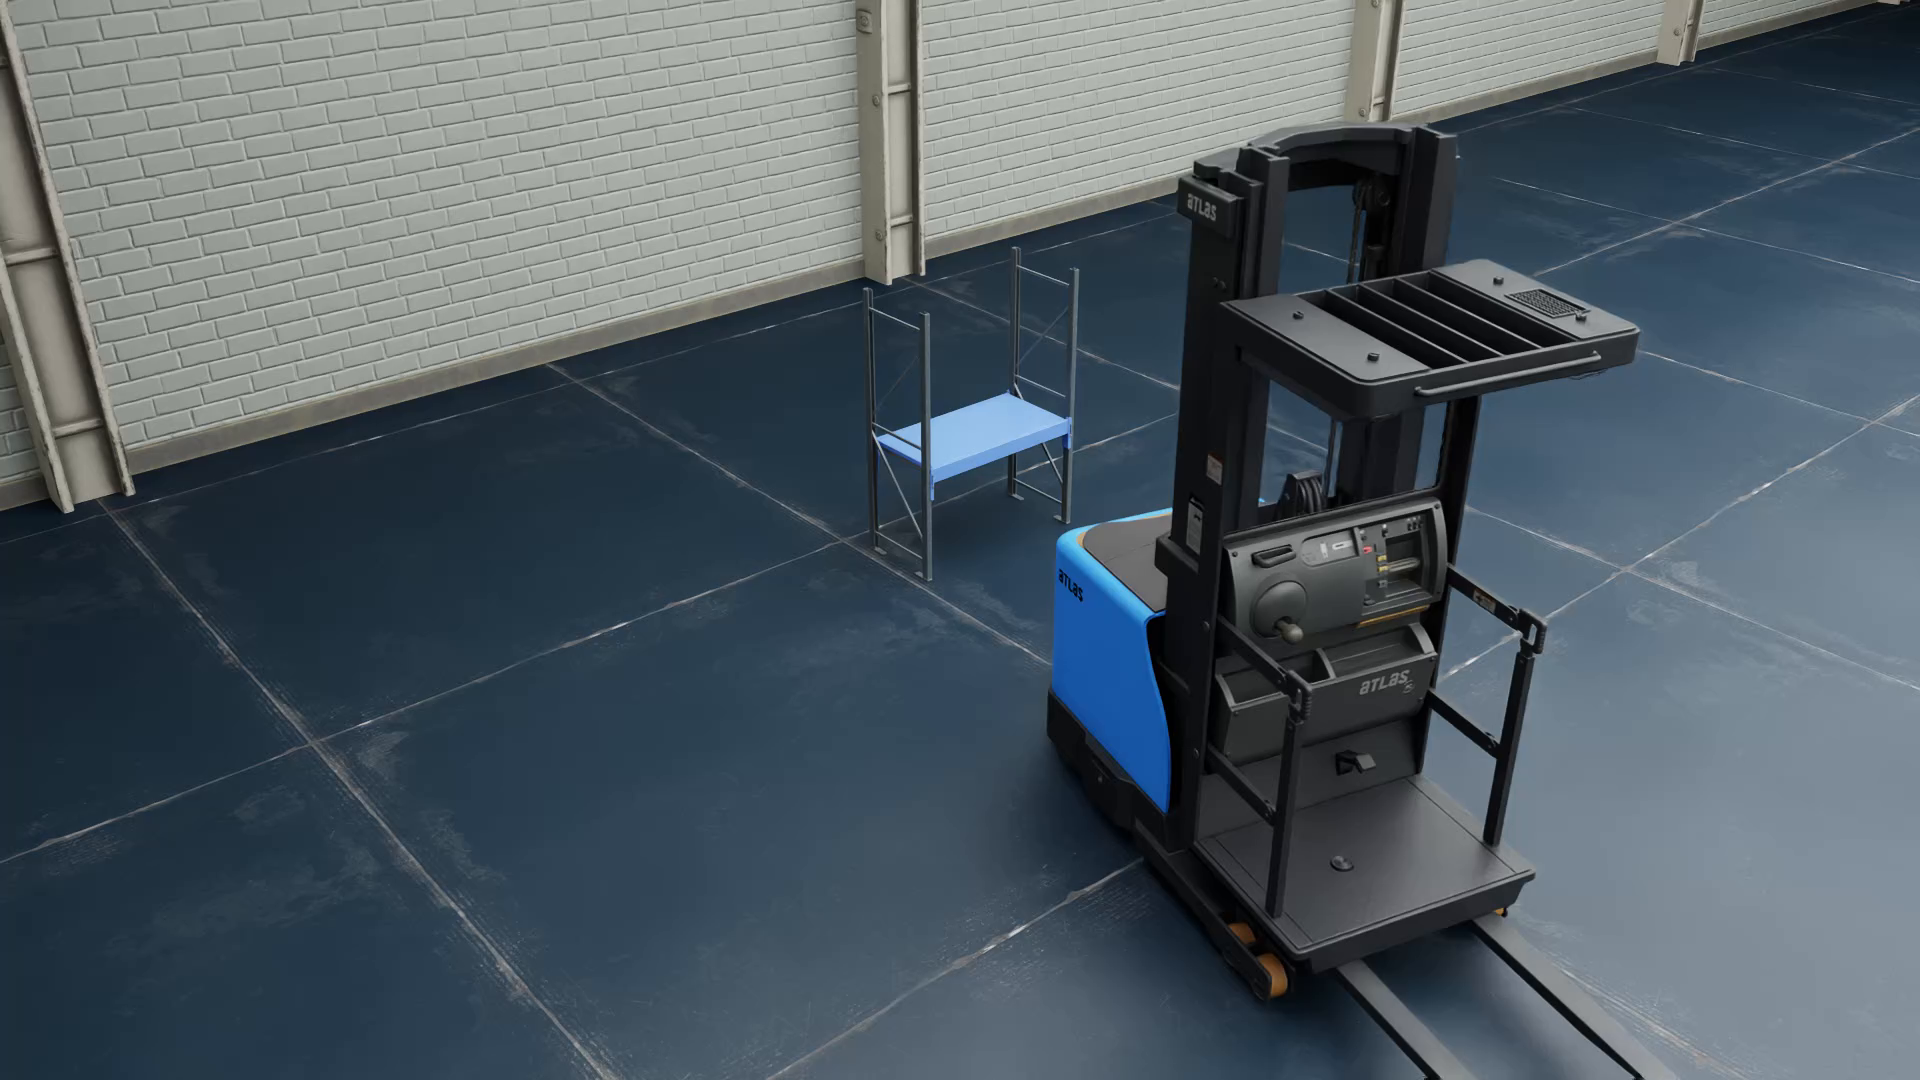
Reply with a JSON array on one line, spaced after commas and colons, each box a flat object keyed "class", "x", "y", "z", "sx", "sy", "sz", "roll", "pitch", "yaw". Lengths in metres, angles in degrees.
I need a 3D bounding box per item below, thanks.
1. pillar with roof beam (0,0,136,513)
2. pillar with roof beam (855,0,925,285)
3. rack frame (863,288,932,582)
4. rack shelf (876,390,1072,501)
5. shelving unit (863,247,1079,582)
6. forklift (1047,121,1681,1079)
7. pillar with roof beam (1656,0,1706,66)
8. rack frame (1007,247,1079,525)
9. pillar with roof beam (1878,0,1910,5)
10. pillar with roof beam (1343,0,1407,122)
[{"class": "pillar with roof beam", "x": -2.292, "y": -2.692, "z": 4.739, "sx": 0.400, "sy": 9.000, "sz": 9.100, "roll": -22, "pitch": 35, "yaw": -35}, {"class": "pillar with roof beam", "x": 2.273, "y": -4.527, "z": 8.174, "sx": 0.400, "sy": 9.000, "sz": 9.100, "roll": -22, "pitch": 35, "yaw": -35}, {"class": "rack frame", "x": -0.322, "y": -0.532, "z": 8.654, "sx": 0.032, "sy": 1.500, "sz": 0.500, "roll": -22, "pitch": 35, "yaw": -35}, {"class": "rack shelf", "x": 0.065, "y": -0.529, "z": 9.030, "sx": 1.000, "sy": 0.185, "sz": 0.538, "roll": -22, "pitch": 35, "yaw": -35}, {"class": "shelving unit", "x": 0.065, "y": -0.688, "z": 8.945, "sx": 1.048, "sy": 1.500, "sz": 0.538, "roll": -22, "pitch": 35, "yaw": -35}, {"class": "forklift", "x": 1.463, "y": 0.157, "z": 5.847, "sx": 1.130, "sy": 2.935, "sz": 3.031, "roll": -12, "pitch": 30, "yaw": -22}, {"class": "pillar with roof beam", "x": 11.402, "y": -8.198, "z": 15.043, "sx": 0.400, "sy": 9.000, "sz": 9.100, "roll": -22, "pitch": 35, "yaw": -35}, {"class": "rack frame", "x": 0.452, "y": -0.843, "z": 9.236, "sx": 0.032, "sy": 1.500, "sz": 0.500, "roll": -22, "pitch": 35, "yaw": -35}, {"class": "pillar with roof beam", "x": 15.966, "y": -10.034, "z": 18.478, "sx": 0.400, "sy": 9.000, "sz": 9.100, "roll": -22, "pitch": 35, "yaw": -35}, {"class": "pillar with roof beam", "x": 6.837, "y": -6.363, "z": 11.609, "sx": 0.400, "sy": 9.000, "sz": 9.100, "roll": -22, "pitch": 35, "yaw": -35}]
